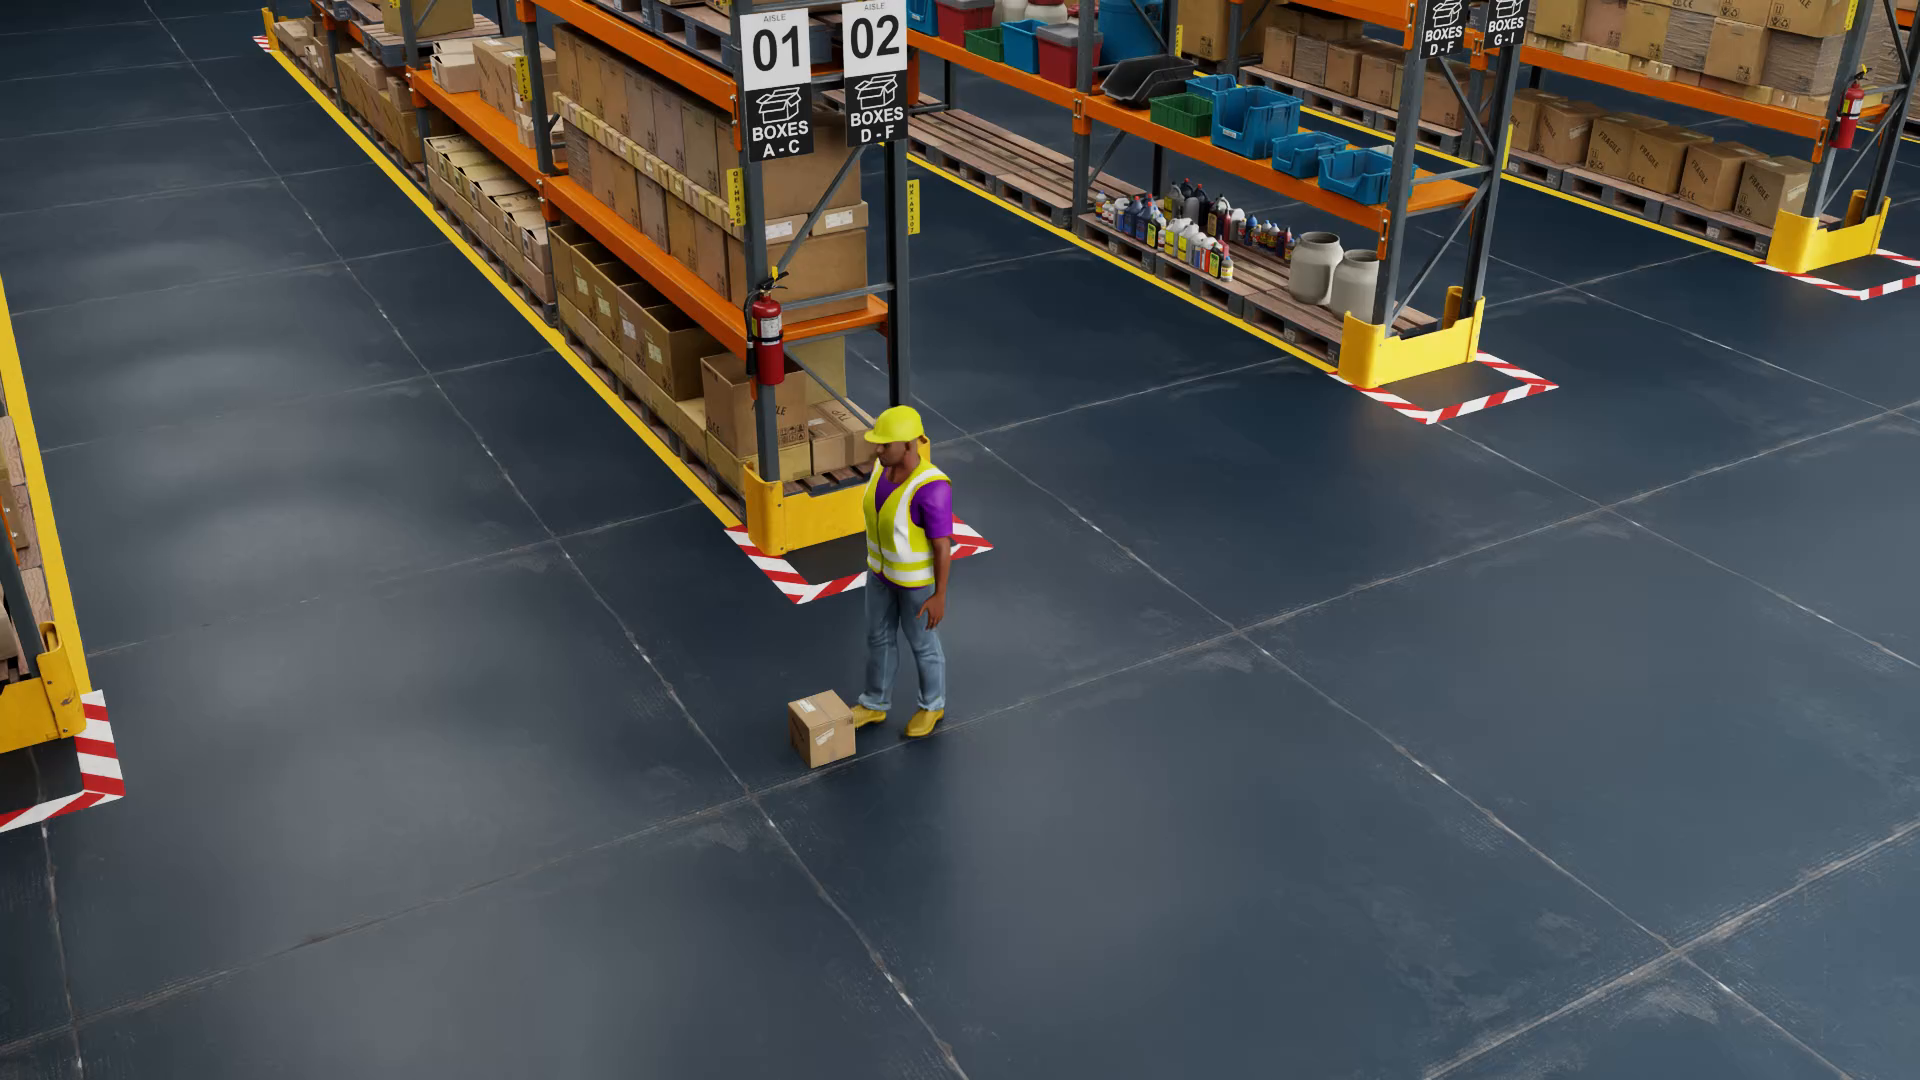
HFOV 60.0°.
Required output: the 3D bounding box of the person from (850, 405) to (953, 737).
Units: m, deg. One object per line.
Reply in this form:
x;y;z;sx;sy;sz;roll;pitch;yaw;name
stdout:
-0.322;0.196;8.164;0.550;1.769;0.634;-23;36;-36;person
